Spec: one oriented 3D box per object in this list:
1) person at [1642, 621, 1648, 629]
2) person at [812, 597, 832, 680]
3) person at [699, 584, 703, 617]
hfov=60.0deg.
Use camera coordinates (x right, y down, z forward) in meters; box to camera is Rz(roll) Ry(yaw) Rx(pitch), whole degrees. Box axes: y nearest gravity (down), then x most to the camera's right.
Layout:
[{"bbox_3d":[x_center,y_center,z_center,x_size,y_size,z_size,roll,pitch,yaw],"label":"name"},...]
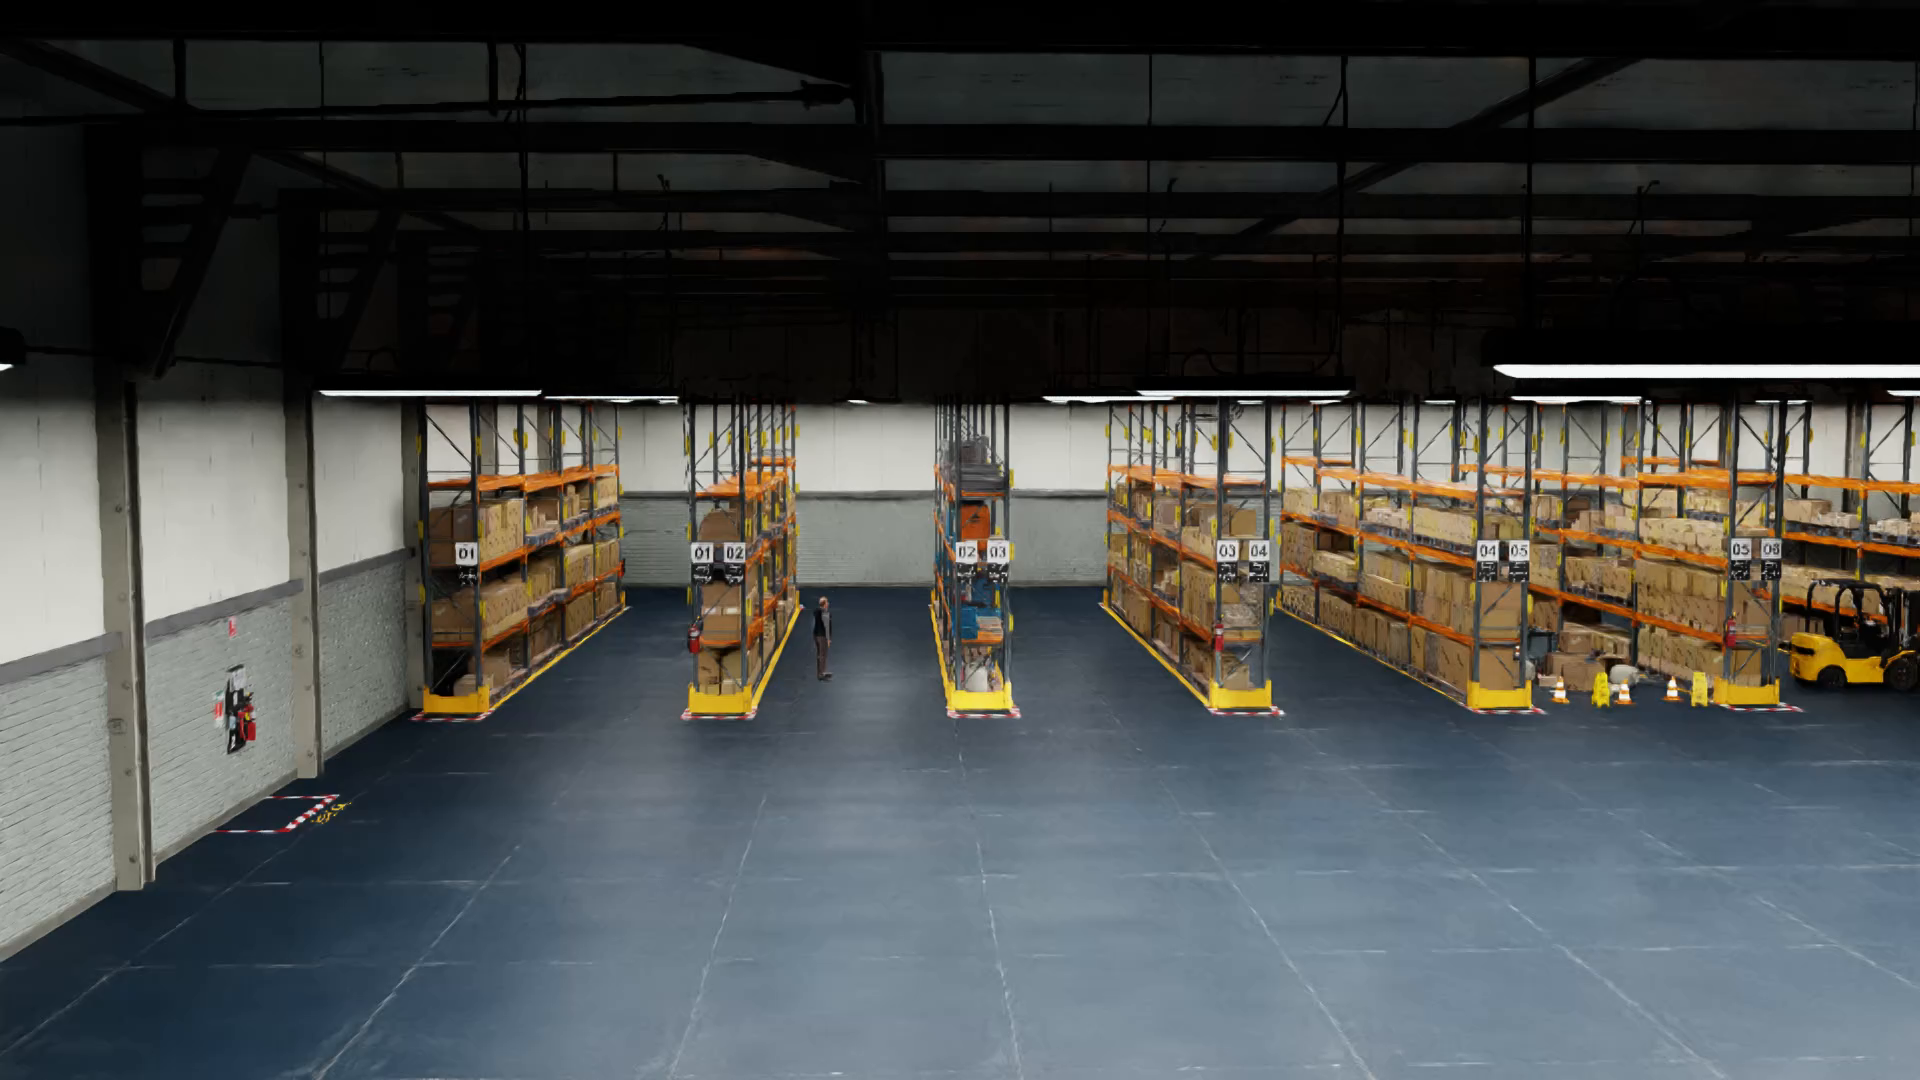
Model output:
[{"bbox_3d":[16.840,1.546,40.863,0.577,1.783,0.663,2,5,28],"label":"person"},{"bbox_3d":[-2.839,2.048,34.926,0.463,1.731,0.598,-3,5,-29],"label":"person"},{"bbox_3d":[-6.911,1.279,45.035,0.404,1.663,0.603,1,5,7],"label":"person"}]
